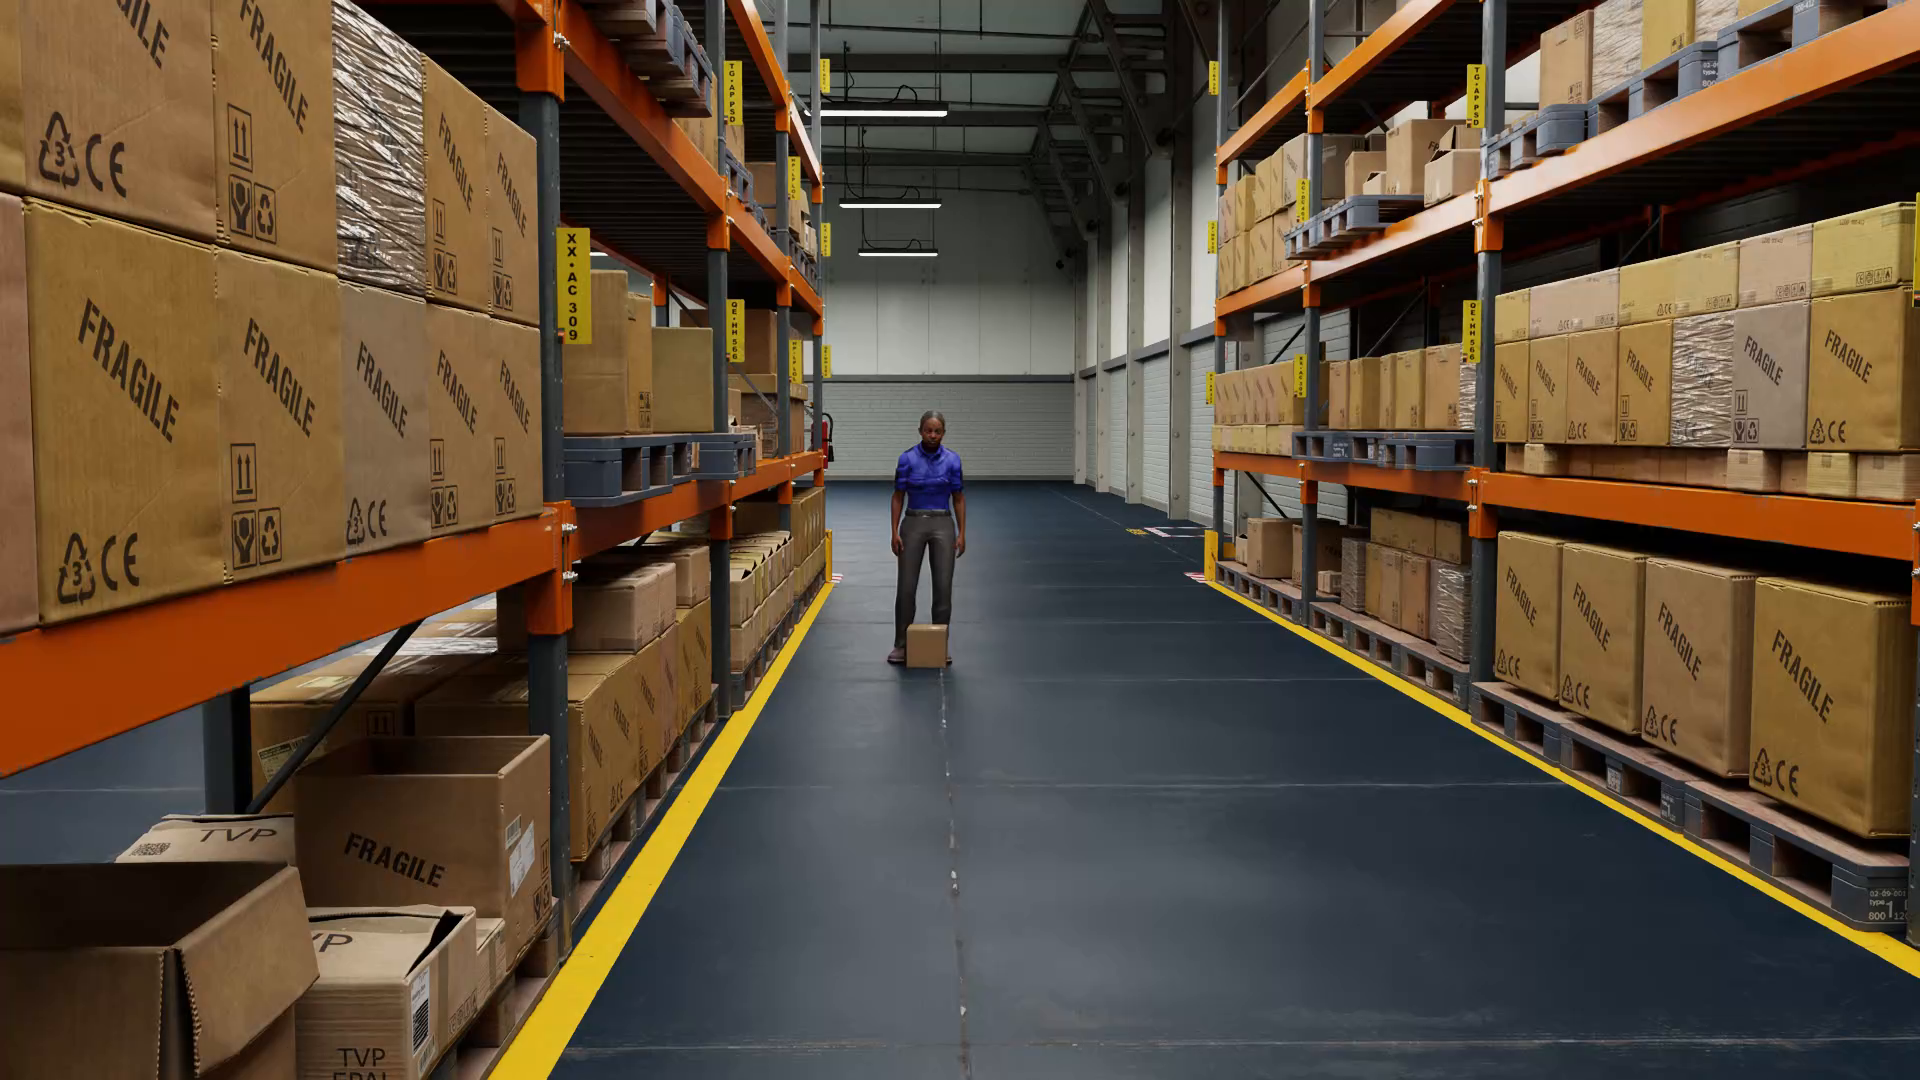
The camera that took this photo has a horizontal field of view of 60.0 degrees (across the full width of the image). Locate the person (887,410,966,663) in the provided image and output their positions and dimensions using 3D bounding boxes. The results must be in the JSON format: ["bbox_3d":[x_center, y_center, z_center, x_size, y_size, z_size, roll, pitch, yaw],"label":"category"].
[{"bbox_3d":[-0.219,-0.027,10.934,0.528,1.653,0.403,0,4,-4],"label":"person"}]
